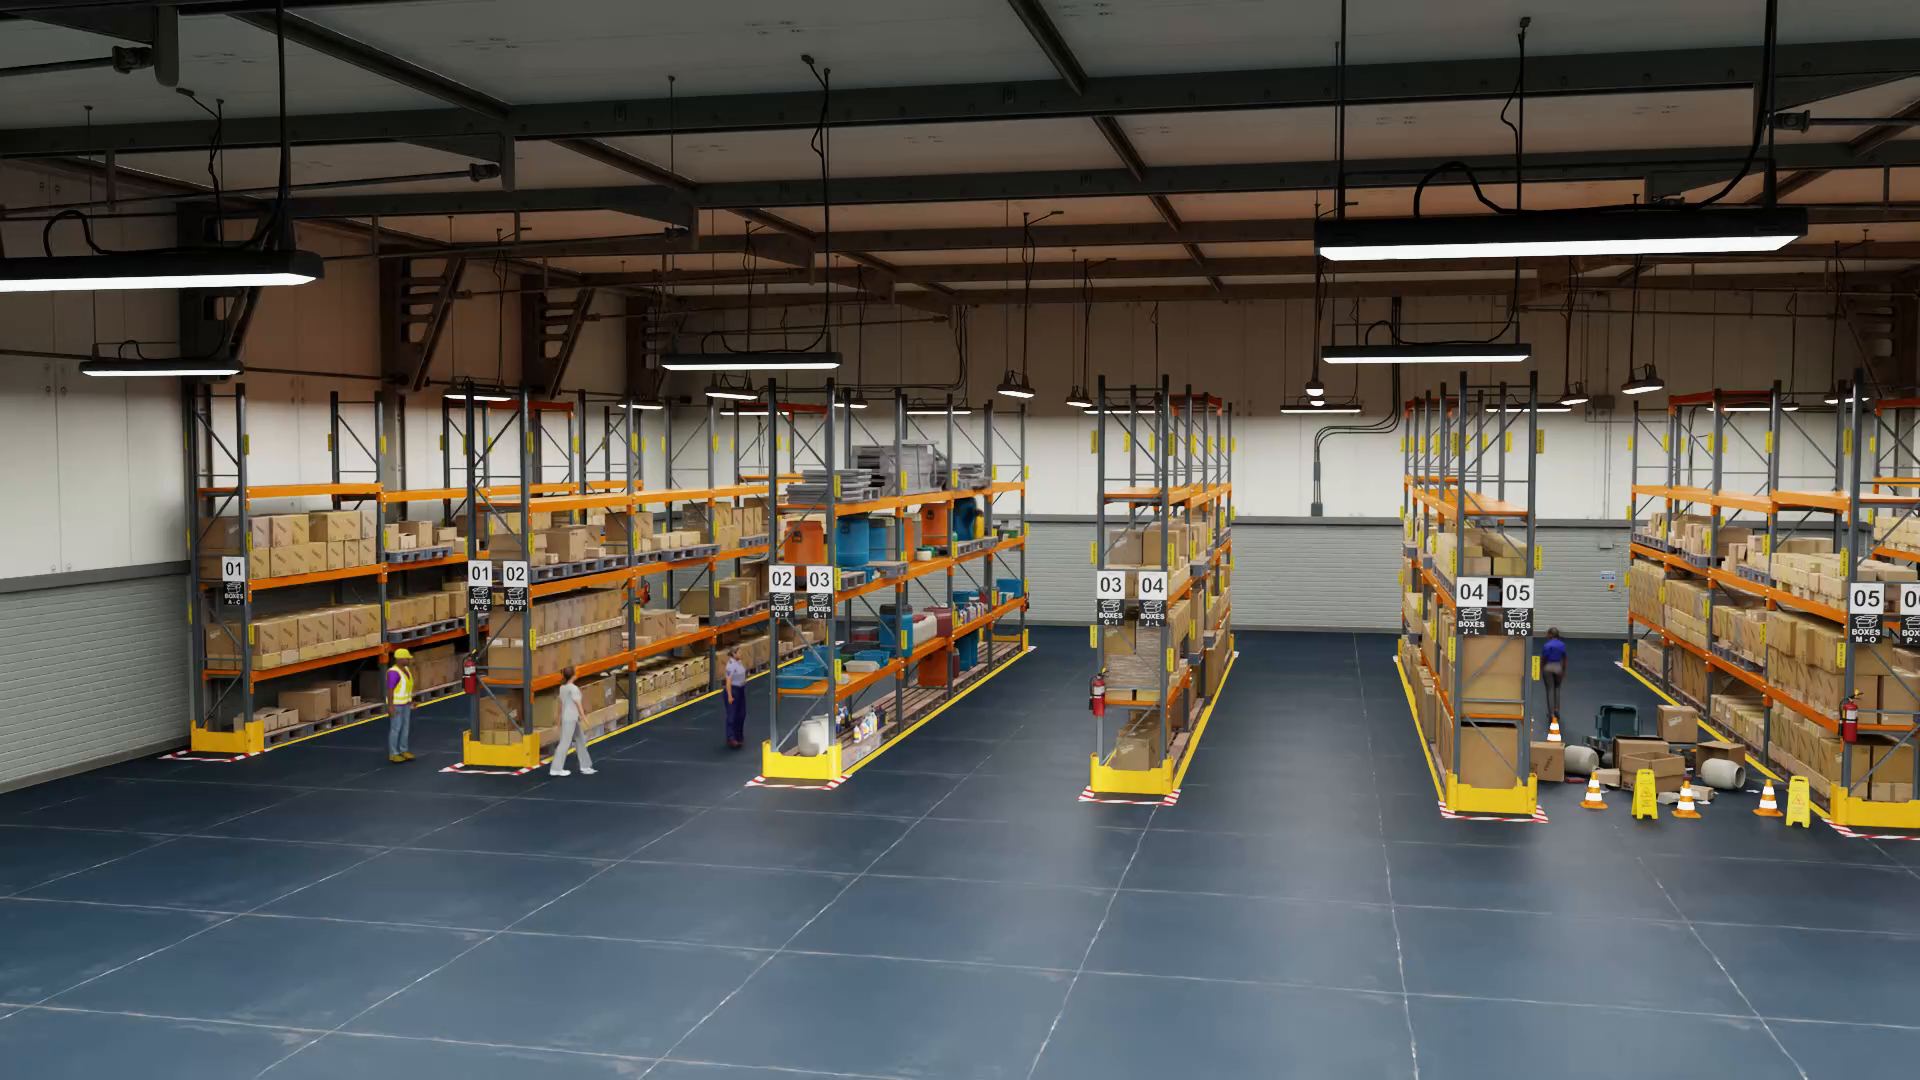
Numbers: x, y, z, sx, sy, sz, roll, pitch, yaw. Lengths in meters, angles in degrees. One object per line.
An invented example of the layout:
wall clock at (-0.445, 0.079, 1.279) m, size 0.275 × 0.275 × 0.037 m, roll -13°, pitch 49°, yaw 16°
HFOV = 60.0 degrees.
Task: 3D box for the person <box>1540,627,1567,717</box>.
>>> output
person at (10.858, 2.428, 30.531) m, size 0.541 × 1.675 × 0.732 m, roll 1°, pitch 3°, yaw 10°

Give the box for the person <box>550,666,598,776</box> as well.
person at (-5.844, 2.751, 25.175) m, size 0.761 × 1.695 × 0.432 m, roll -1°, pitch 4°, yaw -24°

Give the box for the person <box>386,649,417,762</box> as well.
person at (-8.870, 2.608, 26.373) m, size 0.402 × 1.782 × 0.601 m, roll 1°, pitch 3°, yaw 11°

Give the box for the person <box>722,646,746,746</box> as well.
person at (-3.775, 2.643, 27.853) m, size 0.357 × 1.716 × 0.545 m, roll 1°, pitch 3°, yaw 14°

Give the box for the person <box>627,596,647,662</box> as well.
person at (-6.892, 2.077, 35.695) m, size 0.593 × 1.787 × 0.407 m, roll -3°, pitch 5°, yaw -44°
